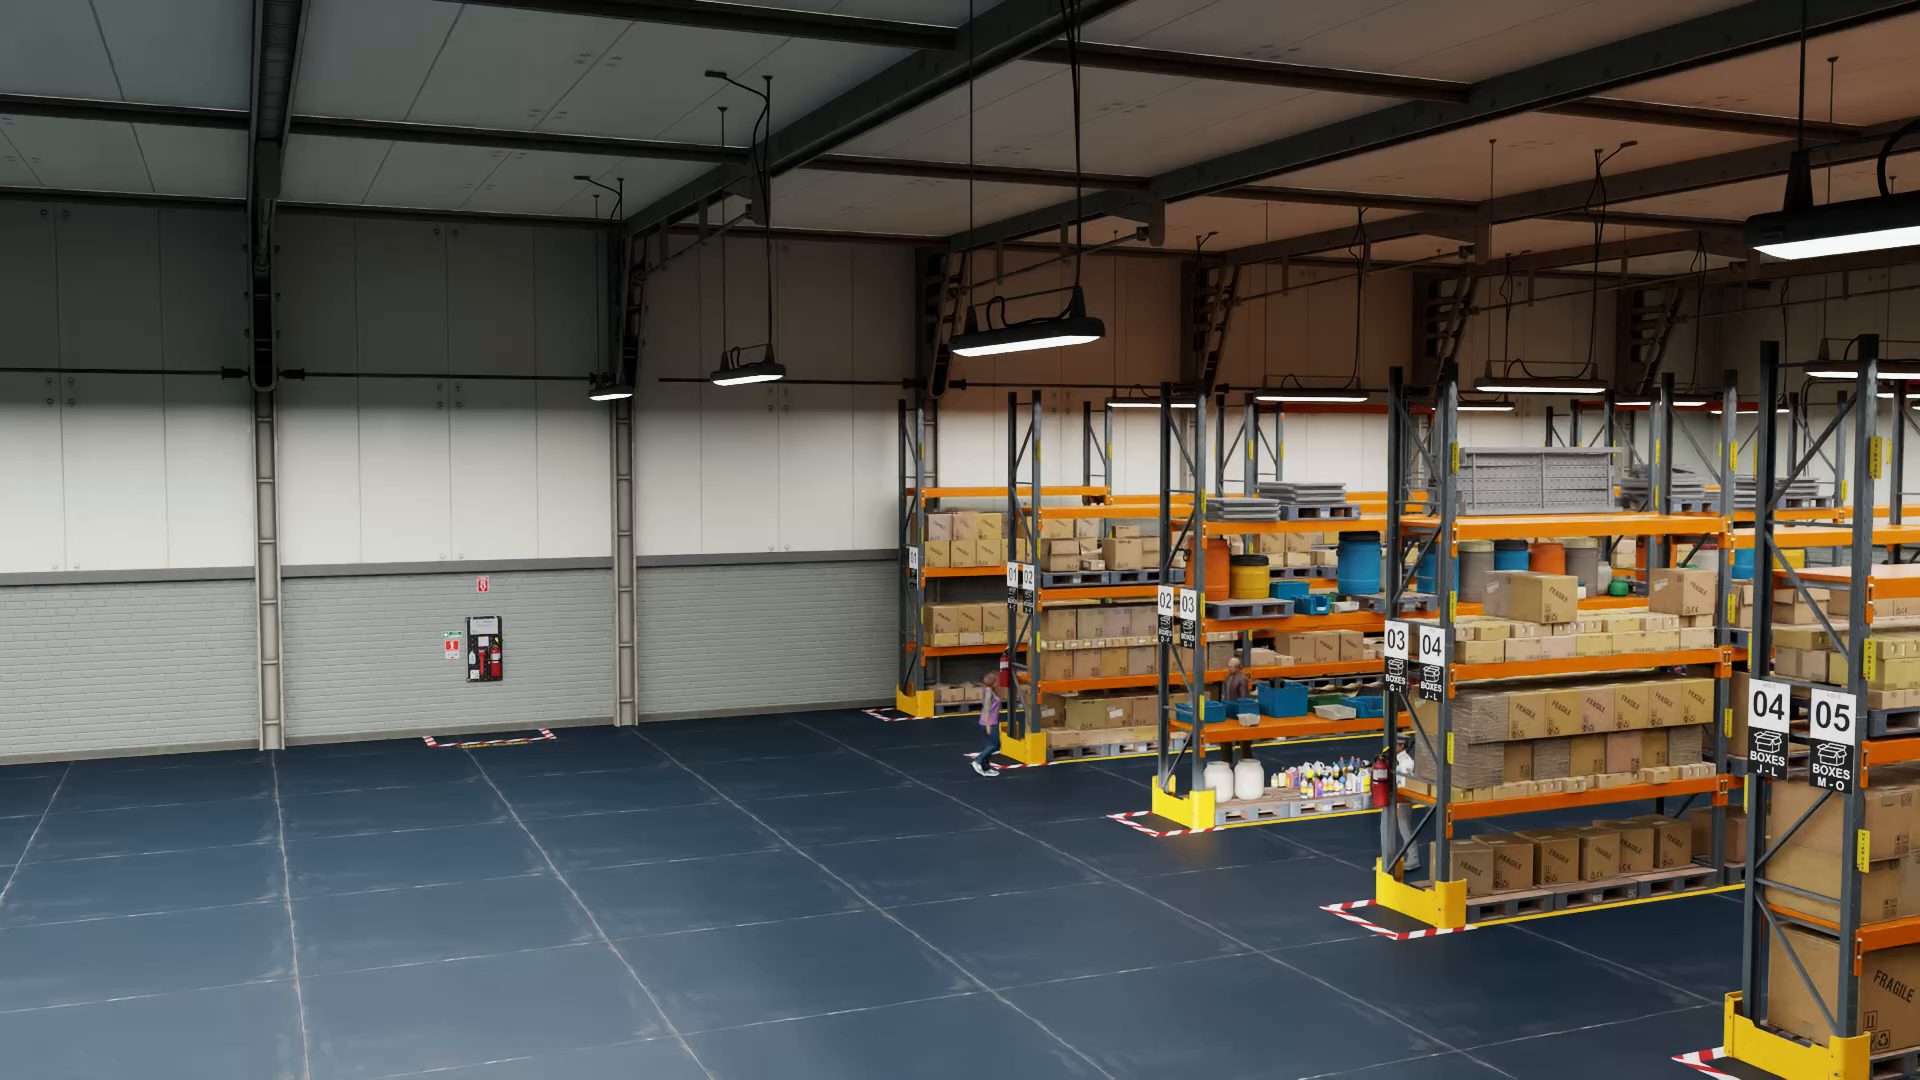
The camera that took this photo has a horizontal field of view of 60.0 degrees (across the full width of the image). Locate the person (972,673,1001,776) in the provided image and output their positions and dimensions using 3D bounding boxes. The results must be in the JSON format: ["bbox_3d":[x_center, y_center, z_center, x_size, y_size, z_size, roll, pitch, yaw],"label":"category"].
[{"bbox_3d":[0.397,2.860,25.735,0.440,1.597,0.440,0,3,-4],"label":"person"}]

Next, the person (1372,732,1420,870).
[{"bbox_3d":[5.284,3.169,20.071,0.556,1.712,0.527,-1,3,-13],"label":"person"}]

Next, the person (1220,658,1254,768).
[{"bbox_3d":[4.336,2.761,26.153,0.676,1.825,0.632,-2,4,-25],"label":"person"}]
